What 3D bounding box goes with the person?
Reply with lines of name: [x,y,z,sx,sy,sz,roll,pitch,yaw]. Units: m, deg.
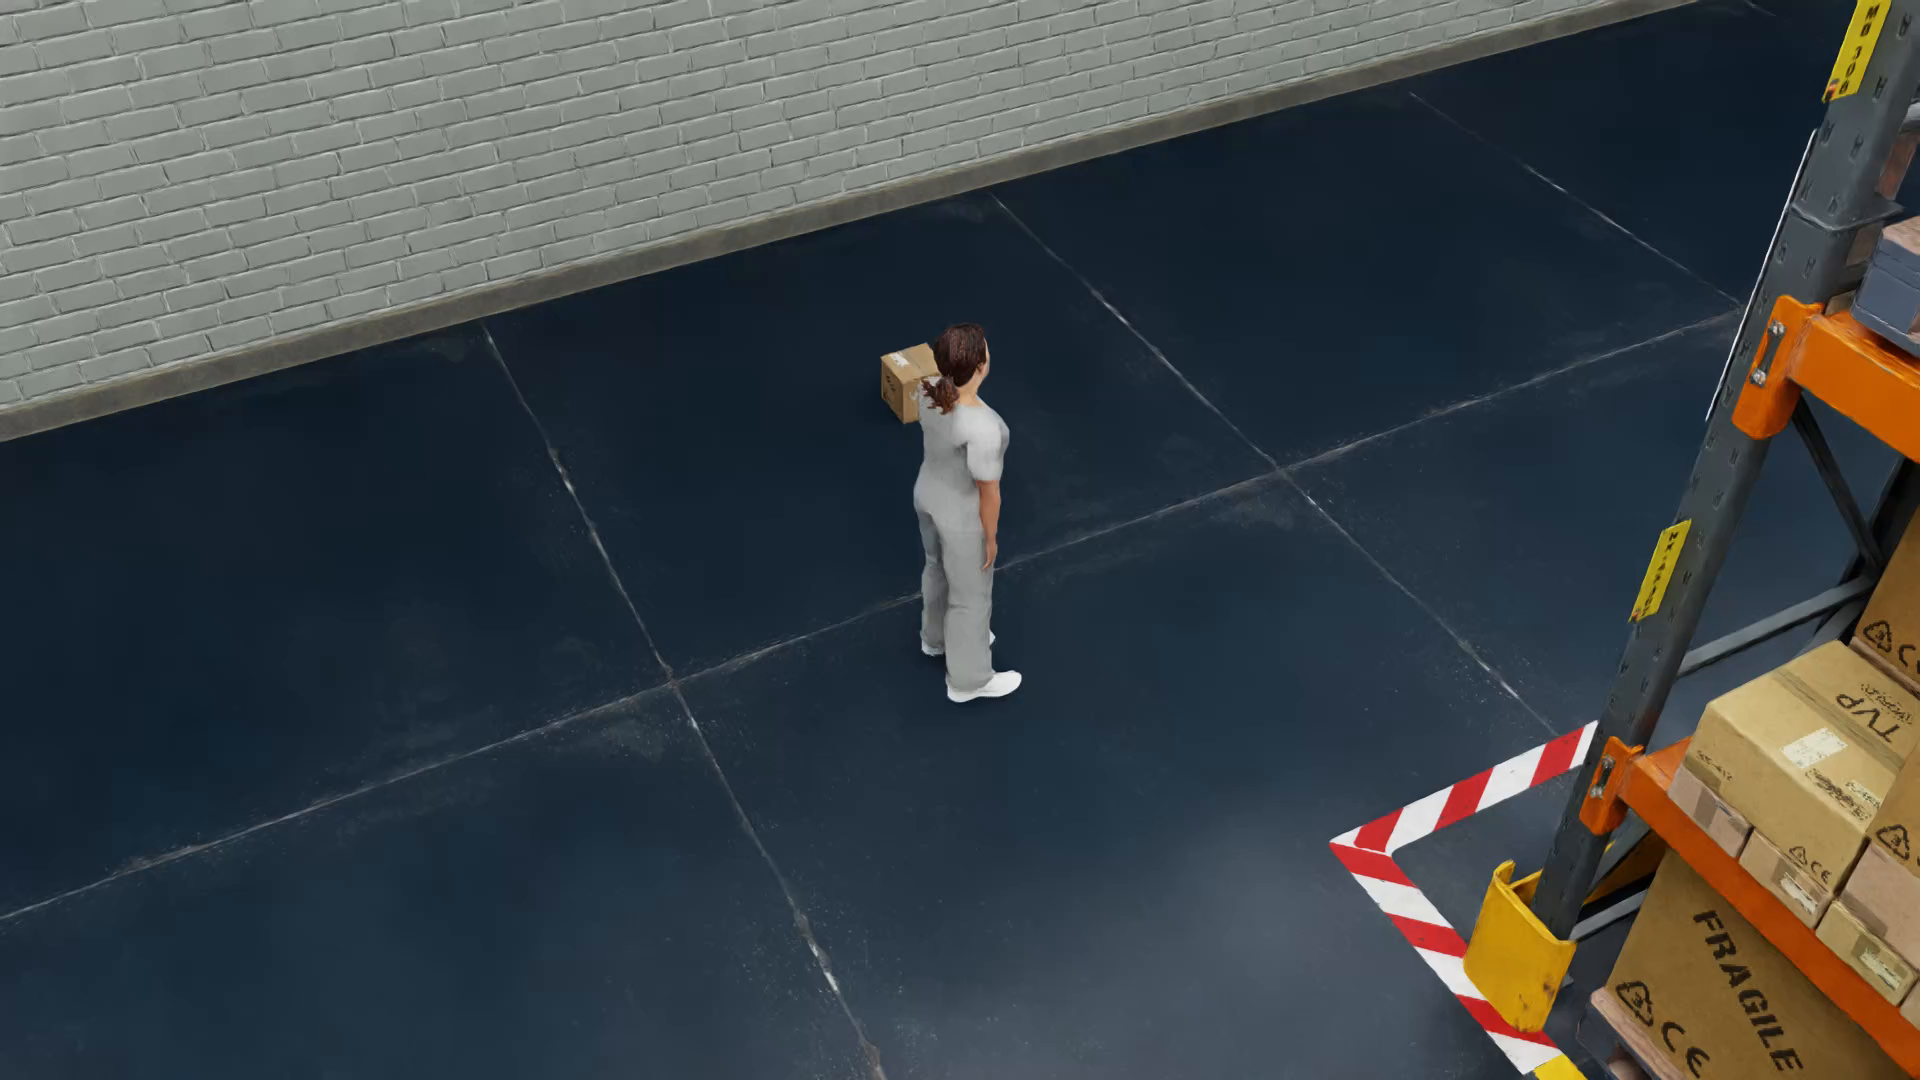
person: [0.015,-0.110,6.251,0.372,1.679,0.492,-24,47,-25]
